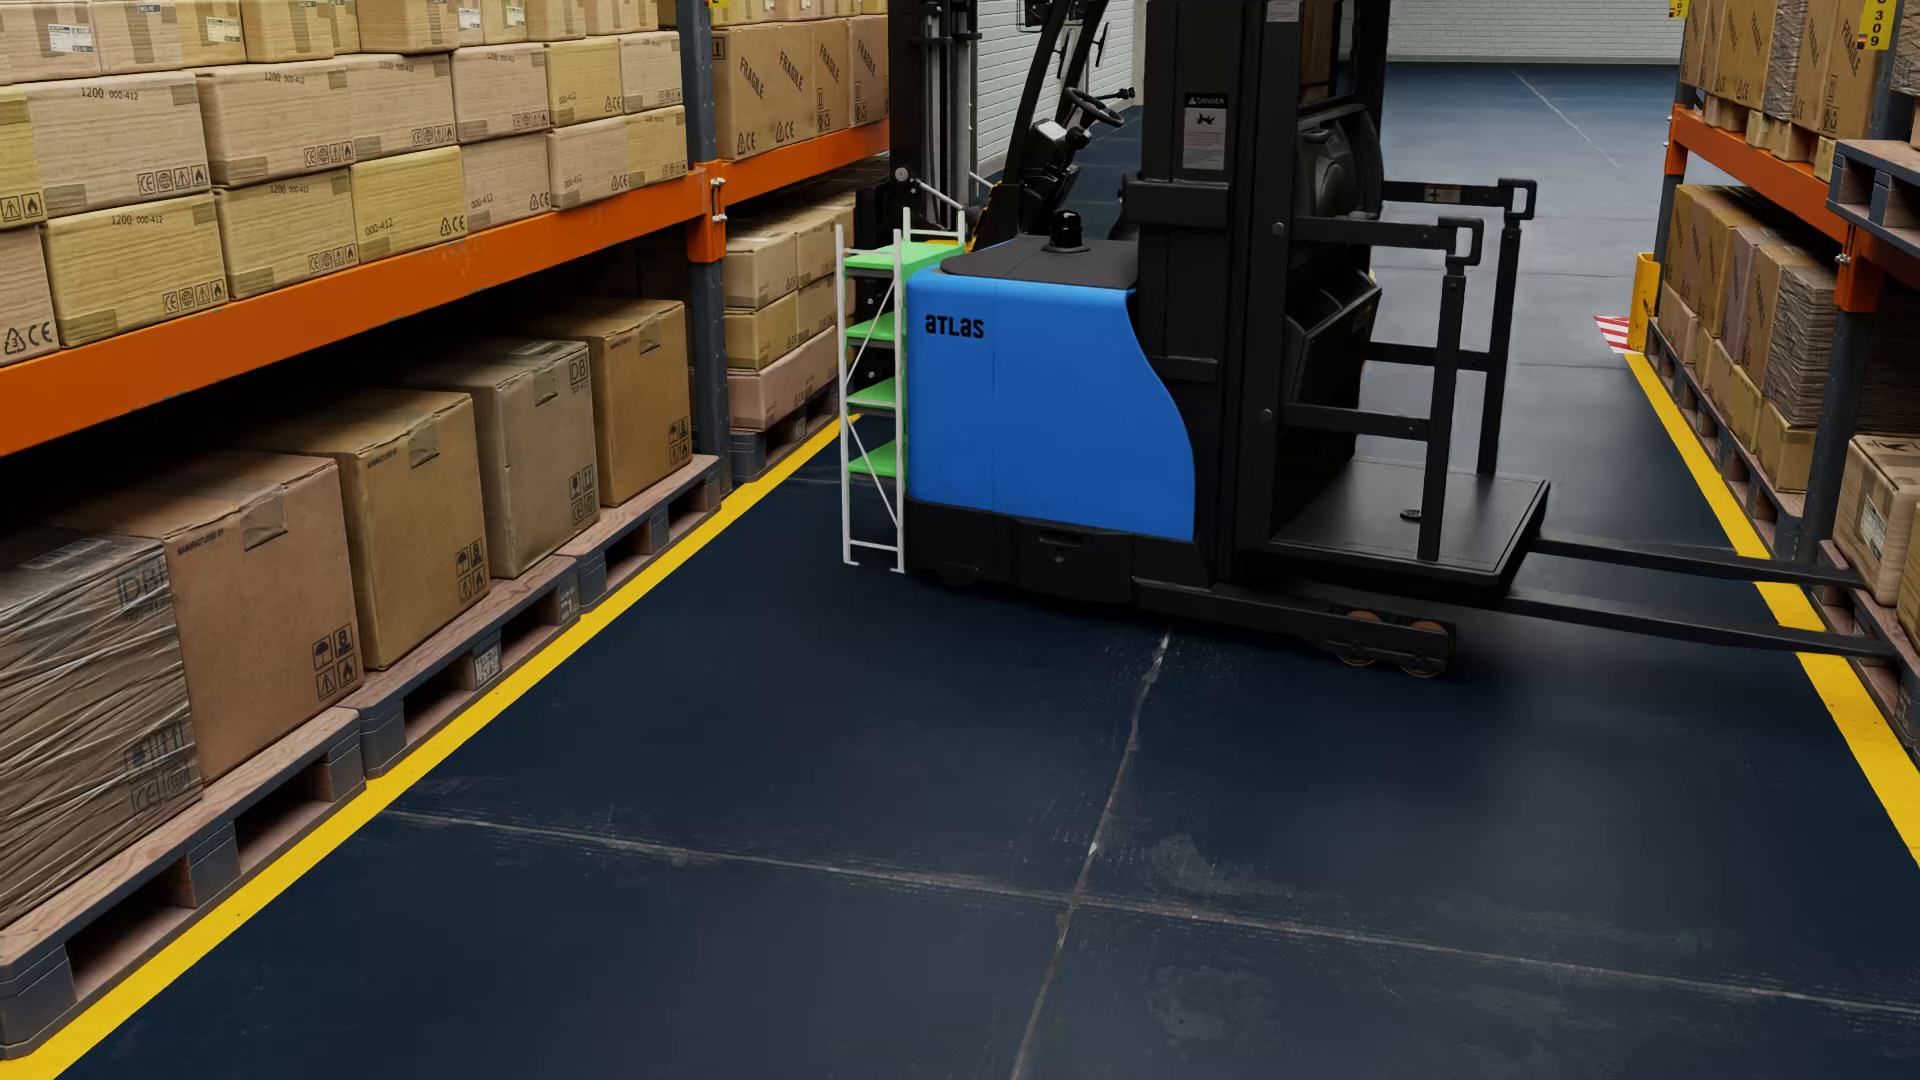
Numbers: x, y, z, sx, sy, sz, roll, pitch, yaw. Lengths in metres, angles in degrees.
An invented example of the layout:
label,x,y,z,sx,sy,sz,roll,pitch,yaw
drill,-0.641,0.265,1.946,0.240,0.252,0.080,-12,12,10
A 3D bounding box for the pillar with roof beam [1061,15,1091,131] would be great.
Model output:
label,x,y,z,sx,sy,sz,roll,pitch,yaw
pillar with roof beam,5.618,-9.000,18.615,9.100,9.000,0.400,5,19,13

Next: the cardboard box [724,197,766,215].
label,x,y,z,sx,sy,sz,roll,pitch,yaw
cardboard box,-1.243,-1.491,7.969,0.500,0.250,0.500,5,19,14

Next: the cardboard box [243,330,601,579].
label,x,y,z,sx,sy,sz,roll,pitch,yaw
cardboard box,-1.736,-0.301,5.453,0.875,0.625,0.625,4,19,13

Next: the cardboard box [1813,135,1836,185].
label,x,y,z,sx,sy,sz,roll,pitch,yaw
cardboard box,3.229,-1.327,5.821,0.380,0.149,0.250,5,20,15

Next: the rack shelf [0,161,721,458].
label,x,y,z,sx,sy,sz,roll,pitch,yaw
rack shelf,-1.911,-0.666,4.610,1.077,0.370,4.000,5,19,13

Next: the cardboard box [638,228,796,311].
label,x,y,z,sx,sy,sz,roll,pitch,yaw
cardboard box,-0.999,-1.131,6.915,0.500,0.250,0.500,4,19,13

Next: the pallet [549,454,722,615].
label,x,y,z,sx,sy,sz,roll,pitch,yaw
pallet,-1.564,-0.080,6.094,1.003,0.211,1.213,5,19,13

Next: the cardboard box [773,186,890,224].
label,x,y,z,sx,sy,sz,roll,pitch,yaw
cardboard box,-0.619,-1.611,8.321,0.500,0.250,0.500,4,19,12

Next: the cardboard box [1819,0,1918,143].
label,x,y,z,sx,sy,sz,roll,pitch,yaw
cardboard box,3.260,-1.589,5.585,0.500,0.500,0.500,4,19,12

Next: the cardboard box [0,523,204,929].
label,x,y,z,sx,sy,sz,roll,pitch,yaw
cardboard box,-2.234,0.351,3.543,0.875,0.625,0.625,5,20,15

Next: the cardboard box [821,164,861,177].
label,x,y,z,sx,sy,sz,roll,pitch,yaw
cardboard box,-0.864,-1.965,9.358,0.500,0.250,0.500,5,19,13

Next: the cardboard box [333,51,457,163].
label,x,y,z,sx,sy,sz,roll,pitch,yaw
cardboard box,-1.685,-1.147,4.362,0.500,0.250,0.500,5,19,14

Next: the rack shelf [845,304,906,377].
label,x,y,z,sx,sy,sz,roll,pitch,yaw
rack shelf,-0.199,-0.708,5.858,0.258,0.148,0.480,9,21,24

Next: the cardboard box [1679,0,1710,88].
label,x,y,z,sx,sy,sz,roll,pitch,yaw
cardboard box,3.985,-2.558,8.420,0.500,0.500,0.500,4,19,13

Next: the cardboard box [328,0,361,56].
label,x,y,z,sx,sy,sz,roll,pitch,yaw
cardboard box,-1.761,-1.305,4.209,0.380,0.149,0.250,5,19,13

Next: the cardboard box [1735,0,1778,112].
label,x,y,z,sx,sy,sz,roll,pitch,yaw
cardboard box,3.622,-2.075,7.008,0.500,0.500,0.500,4,19,12

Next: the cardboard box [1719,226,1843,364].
label,x,y,z,sx,sy,sz,roll,pitch,yaw
cardboard box,3.523,-1.021,6.980,0.500,0.500,0.500,6,20,16

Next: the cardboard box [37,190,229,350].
label,x,y,z,sx,sy,sz,roll,pitch,yaw
cardboard box,-1.926,-0.586,3.493,0.500,0.250,0.500,4,19,12

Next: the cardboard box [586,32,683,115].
label,x,y,z,sx,sy,sz,roll,pitch,yaw
cardboard box,-1.294,-1.625,5.762,0.500,0.250,0.500,4,19,12

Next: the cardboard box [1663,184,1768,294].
label,x,y,z,sx,sy,sz,roll,pitch,yaw
cardboard box,3.899,-1.510,8.412,0.500,0.500,0.500,4,19,12

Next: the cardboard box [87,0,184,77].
label,x,y,z,sx,sy,sz,roll,pitch,yaw
cardboard box,-1.882,-1.060,3.491,0.380,0.149,0.250,5,19,14

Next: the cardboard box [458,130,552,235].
label,x,y,z,sx,sy,sz,roll,pitch,yaw
cardboard box,-1.560,-1.072,4.919,0.500,0.250,0.500,5,19,14

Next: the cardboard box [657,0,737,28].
label,x,y,z,sx,sy,sz,roll,pitch,yaw
cardboard box,-1.089,-2.067,6.439,0.380,0.149,0.250,4,19,13

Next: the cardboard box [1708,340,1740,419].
label,x,y,z,sx,sy,sz,roll,pitch,yaw
cardboard box,3.525,-0.673,7.122,0.500,0.250,0.500,5,19,14

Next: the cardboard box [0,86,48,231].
label,x,y,z,sx,sy,sz,roll,pitch,yaw
cardboard box,-2.030,-0.663,2.946,0.500,0.250,0.500,5,19,13

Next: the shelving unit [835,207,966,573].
label,x,y,z,sx,sy,sz,roll,pitch,yaw
shelving unit,-0.199,-0.541,5.915,0.258,1.200,0.503,9,21,24

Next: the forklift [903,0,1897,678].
label,x,y,z,sx,sy,sz,roll,pitch,yaw
forklift,1.361,-1.170,5.079,3.031,2.935,1.130,9,21,25

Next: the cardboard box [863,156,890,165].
label,x,y,z,sx,sy,sz,roll,pitch,yaw
cardboard box,-0.255,-2.089,9.720,0.500,0.250,0.500,5,20,15

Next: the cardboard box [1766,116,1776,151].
label,x,y,z,sx,sy,sz,roll,pitch,yaw
cardboard box,3.512,-1.645,6.751,0.380,0.149,0.250,4,19,12

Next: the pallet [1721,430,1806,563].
label,x,y,z,sx,sy,sz,roll,pitch,yaw
pallet,3.522,-0.136,6.260,1.003,0.211,1.213,5,19,13

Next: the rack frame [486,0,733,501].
label,x,y,z,sx,sy,sz,roll,pitch,yaw
rack frame,-1.422,-1.633,6.329,1.000,3.000,0.127,5,19,13

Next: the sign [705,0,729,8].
label,x,y,z,sx,sy,sz,roll,pitch,yaw
sign,-0.893,-2.104,6.038,0.100,0.325,0.005,5,19,13

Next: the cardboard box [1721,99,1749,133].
label,x,y,z,sx,sy,sz,roll,pitch,yaw
cardboard box,3.757,-1.971,7.705,0.380,0.149,0.250,5,20,15

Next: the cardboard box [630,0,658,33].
label,x,y,z,sx,sy,sz,roll,pitch,yaw
cardboard box,-1.290,-1.863,5.843,0.380,0.149,0.250,5,20,15

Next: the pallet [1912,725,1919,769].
label,x,y,z,sx,sy,sz,roll,pitch,yaw
pallet,2.907,0.705,3.797,1.003,0.211,1.213,5,19,13

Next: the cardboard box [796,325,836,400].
label,x,y,z,sx,sy,sz,roll,pitch,yaw
cardboard box,-0.874,-0.817,7.542,0.500,0.250,0.500,4,19,12

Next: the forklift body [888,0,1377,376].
label,x,y,z,sx,sy,sz,roll,pitch,yaw
forklift body,0.861,-1.747,7.975,2.313,2.155,1.214,5,19,13

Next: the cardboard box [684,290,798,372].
label,x,y,z,sx,sy,sz,roll,pitch,yaw
cardboard box,-1.004,-0.895,6.997,0.500,0.250,0.500,5,19,13

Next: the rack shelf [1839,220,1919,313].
label,x,y,z,sx,sy,sz,roll,pitch,yaw
rack shelf,2.904,-0.275,3.465,1.077,0.370,4.000,5,19,13

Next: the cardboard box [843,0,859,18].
label,x,y,z,sx,sy,sz,roll,pitch,yaw
cardboard box,-0.692,-2.550,7.854,0.380,0.149,0.250,4,19,12

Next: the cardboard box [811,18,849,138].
label,x,y,z,sx,sy,sz,roll,pitch,yaw
cardboard box,-0.827,-2.122,7.606,0.500,0.500,0.500,4,19,13

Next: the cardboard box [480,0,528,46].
label,x,y,z,sx,sy,sz,roll,pitch,yaw
cardboard box,-1.507,-1.538,4.892,0.380,0.149,0.250,4,19,12

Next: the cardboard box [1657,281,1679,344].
label,x,y,z,sx,sy,sz,roll,pitch,yaw
cardboard box,3.904,-1.163,8.555,0.500,0.250,0.500,4,19,13

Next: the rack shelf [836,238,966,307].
label,x,y,z,sx,sy,sz,roll,pitch,yaw
rack shelf,-0.199,-0.935,5.780,0.258,0.148,0.480,9,21,24

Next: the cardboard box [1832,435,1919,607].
label,x,y,z,sx,sy,sz,roll,pitch,yaw
cardboard box,3.266,-0.033,5.059,0.950,0.372,0.625,5,19,14

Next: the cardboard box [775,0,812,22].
label,x,y,z,sx,sy,sz,roll,pitch,yaw
cardboard box,-0.858,-2.303,7.132,0.380,0.149,0.250,5,20,15
